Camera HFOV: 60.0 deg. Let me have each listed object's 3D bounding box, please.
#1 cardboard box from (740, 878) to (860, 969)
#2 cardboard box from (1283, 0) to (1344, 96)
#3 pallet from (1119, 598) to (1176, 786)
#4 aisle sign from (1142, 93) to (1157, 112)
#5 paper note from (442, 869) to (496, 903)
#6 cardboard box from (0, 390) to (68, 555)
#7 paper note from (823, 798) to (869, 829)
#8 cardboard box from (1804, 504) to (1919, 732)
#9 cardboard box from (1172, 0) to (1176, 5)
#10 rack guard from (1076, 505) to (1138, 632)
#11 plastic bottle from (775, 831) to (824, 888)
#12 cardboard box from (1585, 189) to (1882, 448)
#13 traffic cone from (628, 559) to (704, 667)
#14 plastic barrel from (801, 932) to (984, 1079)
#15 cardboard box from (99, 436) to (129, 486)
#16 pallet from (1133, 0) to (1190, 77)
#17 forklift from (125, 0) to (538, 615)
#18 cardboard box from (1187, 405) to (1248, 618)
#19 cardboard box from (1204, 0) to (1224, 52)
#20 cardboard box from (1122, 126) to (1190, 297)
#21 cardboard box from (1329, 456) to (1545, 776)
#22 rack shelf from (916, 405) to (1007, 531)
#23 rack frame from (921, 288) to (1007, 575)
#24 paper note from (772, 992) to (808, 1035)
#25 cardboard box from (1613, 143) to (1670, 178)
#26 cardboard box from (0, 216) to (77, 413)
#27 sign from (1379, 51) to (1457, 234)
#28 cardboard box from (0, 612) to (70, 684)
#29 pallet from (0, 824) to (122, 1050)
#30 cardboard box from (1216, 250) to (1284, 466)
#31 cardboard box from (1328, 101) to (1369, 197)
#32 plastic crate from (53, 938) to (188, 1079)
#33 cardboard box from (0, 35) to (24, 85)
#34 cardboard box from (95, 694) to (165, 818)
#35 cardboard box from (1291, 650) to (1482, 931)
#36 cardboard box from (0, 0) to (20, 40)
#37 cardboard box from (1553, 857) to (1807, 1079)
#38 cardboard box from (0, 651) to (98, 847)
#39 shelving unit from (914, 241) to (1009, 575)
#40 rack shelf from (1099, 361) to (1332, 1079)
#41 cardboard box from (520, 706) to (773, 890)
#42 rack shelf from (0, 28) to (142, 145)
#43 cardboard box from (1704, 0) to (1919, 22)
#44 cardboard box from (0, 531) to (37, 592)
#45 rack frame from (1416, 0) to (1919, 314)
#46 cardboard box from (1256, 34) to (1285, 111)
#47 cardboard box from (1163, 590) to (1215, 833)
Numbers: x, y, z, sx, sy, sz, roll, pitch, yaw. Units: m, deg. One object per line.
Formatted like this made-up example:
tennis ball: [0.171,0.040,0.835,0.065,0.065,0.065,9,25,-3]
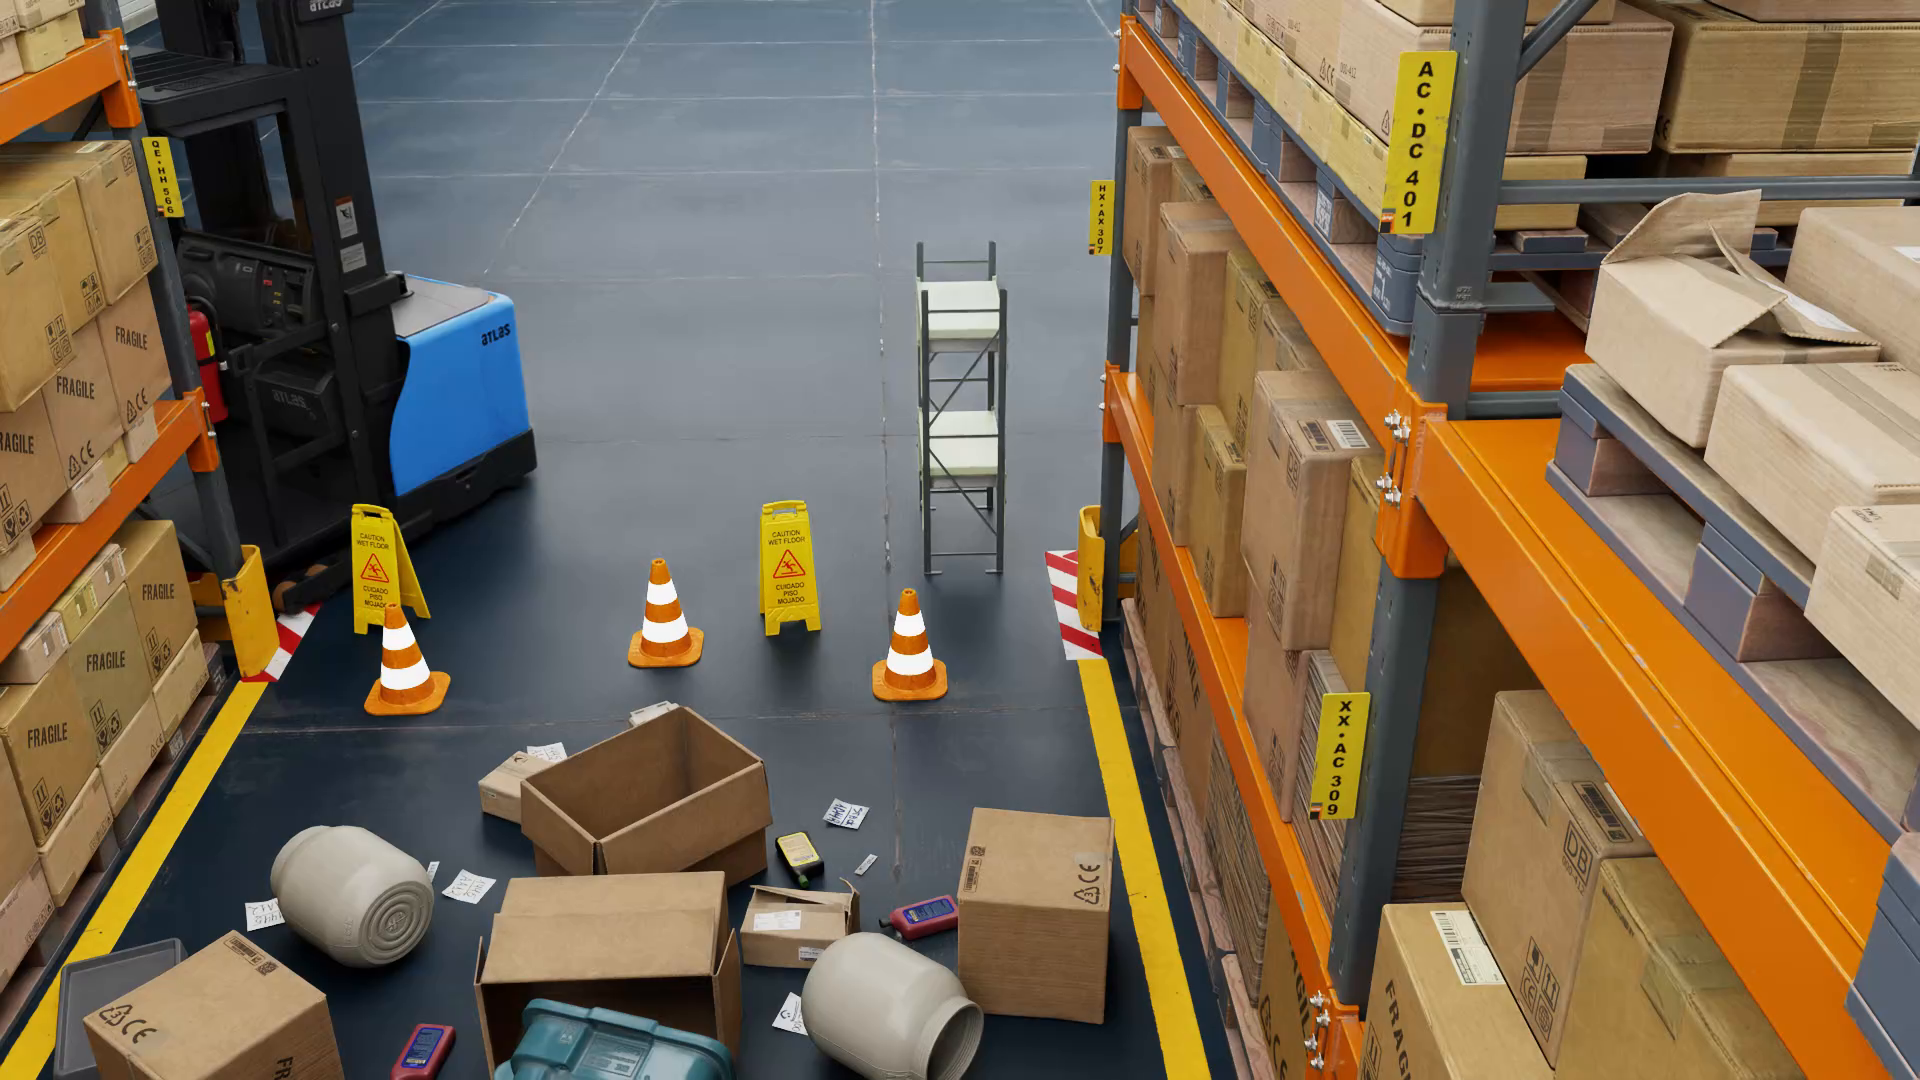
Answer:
cardboard box: [-0.558,1.337,5.900,0.396,0.266,0.258,3,28,6]
cardboard box: [1.063,-1.207,3.855,0.500,0.250,0.500,-1,28,-3]
pallet: [1.282,0.630,7.314,1.003,0.211,1.213,-1,28,-3]
aisle sign: [0.859,-2.152,6.821,0.394,0.787,0.004,-1,28,-3]
paper note: [-1.844,1.298,6.240,0.148,0.019,0.142,8,29,15]
cardboard box: [-3.428,-0.277,5.608,0.500,0.500,0.500,-2,28,-3]
paper note: [-0.453,1.089,6.630,0.144,0.017,0.142,8,29,15]
cardboard box: [1.185,0.078,1.823,0.380,0.149,0.250,-1,28,-3]
cardboard box: [0.901,-1.906,5.627,0.380,0.149,0.250,-1,28,-2]
rack guard: [1.161,0.124,7.972,1.175,0.500,0.348,-1,28,-3]
plastic bottle: [-0.601,1.221,6.342,0.133,0.061,0.283,-11,30,-20]
cardboard box: [1.154,-0.342,2.502,0.258,0.266,0.396,-2,28,-3]
traffic cone: [-1.374,0.301,7.673,0.336,0.463,0.334,-1,28,-3]
plastic barrel: [-0.220,1.529,5.361,0.512,0.421,0.421,19,33,32]
cardboard box: [-3.426,-0.295,6.344,0.380,0.149,0.250,-2,28,-4]
pallet: [1.212,-1.922,6.044,1.003,0.211,1.213,-1,28,-3]
forklift: [-3.539,-1.173,7.830,1.130,2.935,3.031,14,31,25]
cardboard box: [1.250,-0.111,5.557,0.875,0.550,0.500,-1,28,-3]
cardboard box: [0.940,-1.556,4.956,0.380,0.149,0.250,-1,28,-2]
cardboard box: [1.143,-1.347,6.758,0.875,0.550,0.550,-1,28,-3]
cardboard box: [1.386,0.157,3.875,0.875,0.550,0.550,-1,28,-3]
rack shelf: [0.000,-0.379,8.560,0.431,0.370,0.720,-1,28,-3]
rack frame: [0.019,-0.499,8.085,0.400,1.500,0.023,-1,28,-3]
paper note: [-0.527,1.611,5.638,0.172,0.023,0.155,8,29,15]
cardboard box: [1.676,-0.871,3.643,0.380,0.149,0.250,-1,28,-2]
cardboard box: [-3.382,-0.729,5.394,0.700,0.500,0.500,-2,28,-3]
sign: [0.817,-0.707,2.973,0.100,0.325,0.005,-1,28,-3]
cardboard box: [-3.365,0.375,5.794,0.380,0.149,0.250,0,28,0]
pallet: [-3.704,1.402,5.833,1.003,0.211,1.213,-1,28,-3]
cardboard box: [1.315,-0.591,5.310,0.875,0.550,0.500,-1,28,-3]
cardboard box: [1.020,-0.852,3.606,0.380,0.149,0.250,-1,28,-2]
plastic crate: [-2.830,1.589,5.616,0.402,0.080,0.583,-11,30,-20]
cardboard box: [-3.452,-1.630,5.660,0.380,0.149,0.250,-1,28,-1]
cardboard box: [-3.445,0.832,6.431,0.500,0.250,0.500,-1,28,-2]
cardboard box: [1.340,0.637,4.123,0.875,0.550,0.550,-1,28,-3]
cardboard box: [-3.468,-1.740,5.440,0.500,0.250,0.500,-2,28,-3]
cardboard box: [1.432,0.853,2.682,0.700,0.500,0.500,-2,28,-3]
cardboard box: [-3.423,0.731,5.813,0.500,0.500,0.500,-2,28,-4]
shelving unit: [0.000,-0.668,8.409,0.431,1.500,0.755,-1,28,-3]
rack shelf: [1.267,0.269,5.769,1.077,0.370,4.000,-1,28,-3]
cardboard box: [-1.155,1.049,6.194,0.797,0.503,0.637,-23,35,-37]
rack shelf: [-3.671,-0.895,4.756,1.077,0.370,4.000,-1,28,-3]
cardboard box: [1.692,-1.105,3.229,0.380,0.149,0.250,-1,28,-2]
cardboard box: [-3.406,0.060,5.662,0.380,0.149,0.250,-2,28,-3]
rack frame: [1.371,-1.786,2.444,1.000,3.000,0.127,-1,28,-3]
cardboard box: [0.980,-1.205,4.282,0.380,0.149,0.250,-1,28,-2]
cardboard box: [1.312,0.500,6.391,0.875,0.875,0.875,-2,28,-3]
